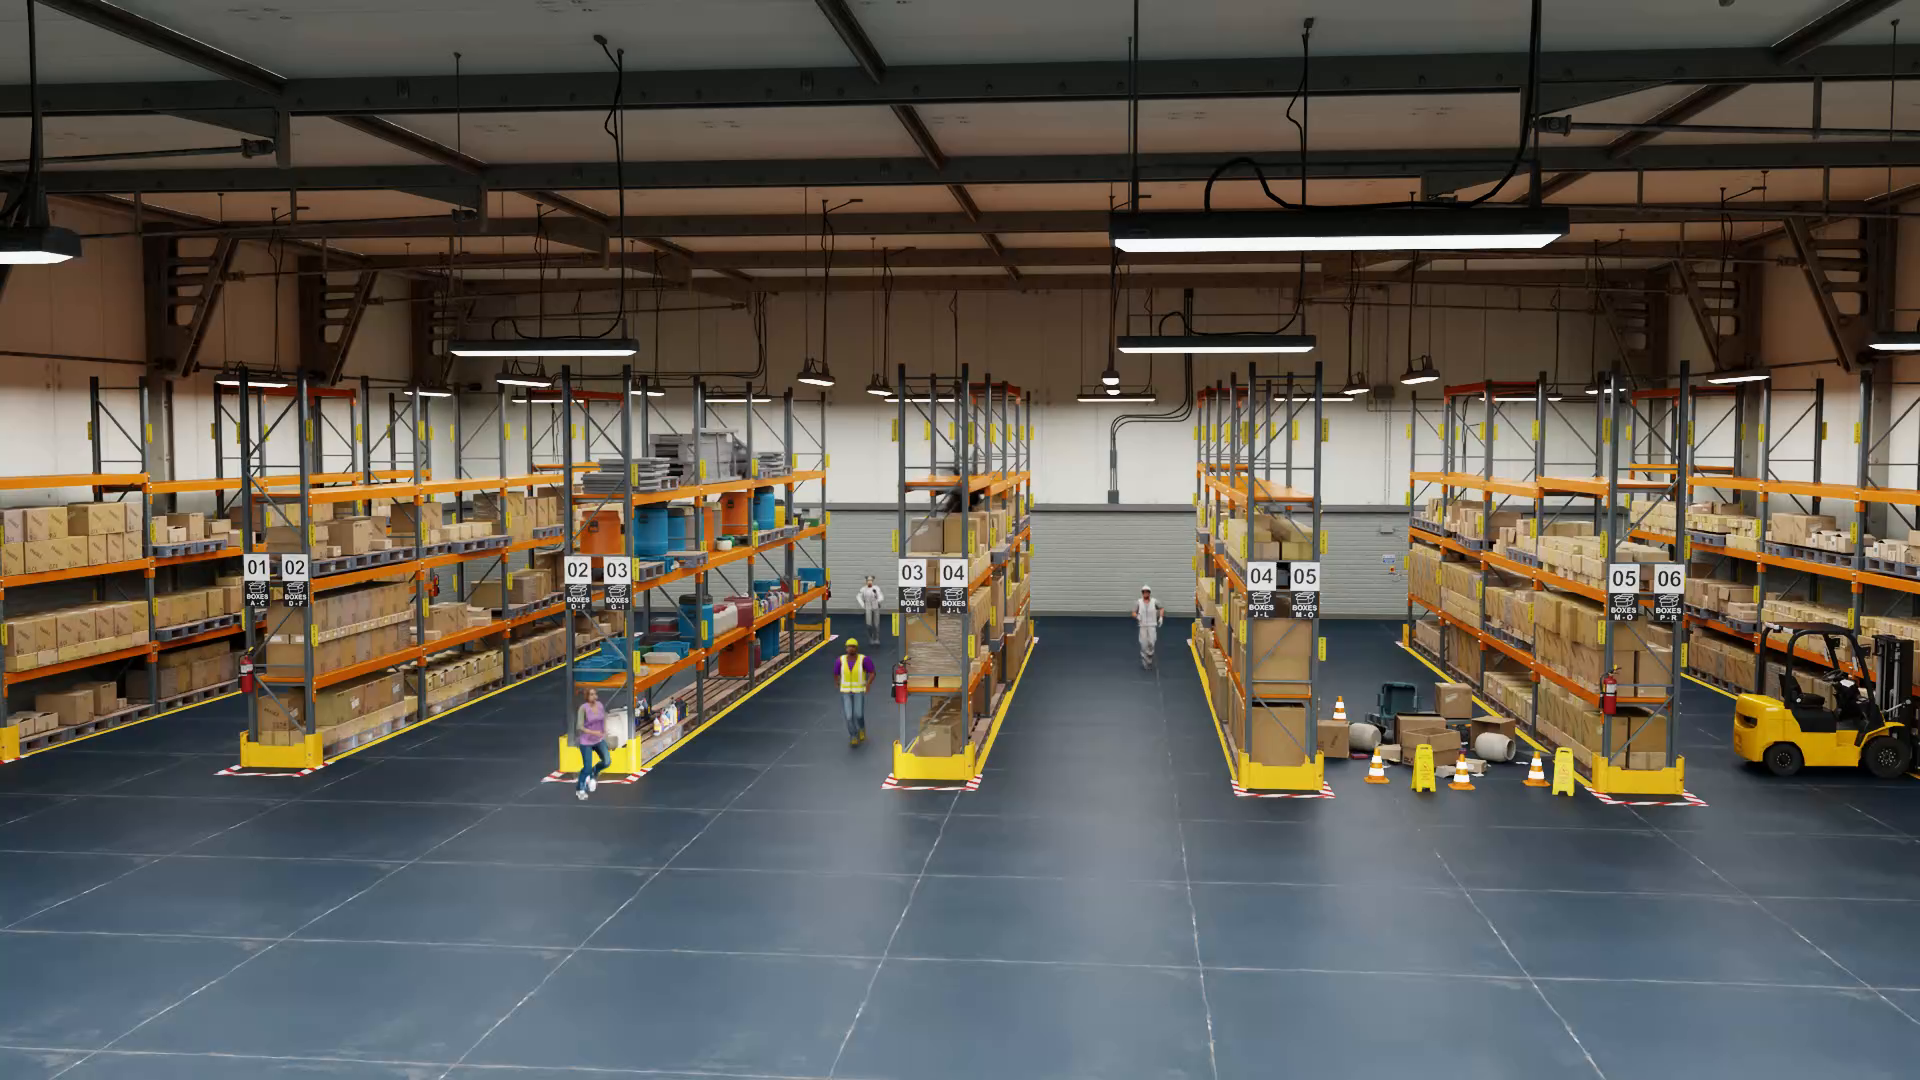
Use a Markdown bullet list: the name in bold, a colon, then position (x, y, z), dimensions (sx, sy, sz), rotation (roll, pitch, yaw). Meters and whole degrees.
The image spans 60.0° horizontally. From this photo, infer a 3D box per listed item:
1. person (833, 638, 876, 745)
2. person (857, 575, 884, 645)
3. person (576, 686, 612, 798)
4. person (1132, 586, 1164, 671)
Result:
- **person**: position (-1.710, 2.428, 26.578), dimensions (0.674, 1.721, 0.569), rotation (0, 4, 7)
- **person**: position (-2.109, 1.660, 39.256), dimensions (0.632, 1.695, 0.642), rotation (0, 4, -5)
- **person**: position (-4.987, 2.766, 22.691), dimensions (0.570, 1.557, 0.695), rotation (-3, 5, -43)
- **person**: position (3.958, 1.866, 35.167), dimensions (0.662, 1.801, 0.710), rotation (1, 4, 12)
